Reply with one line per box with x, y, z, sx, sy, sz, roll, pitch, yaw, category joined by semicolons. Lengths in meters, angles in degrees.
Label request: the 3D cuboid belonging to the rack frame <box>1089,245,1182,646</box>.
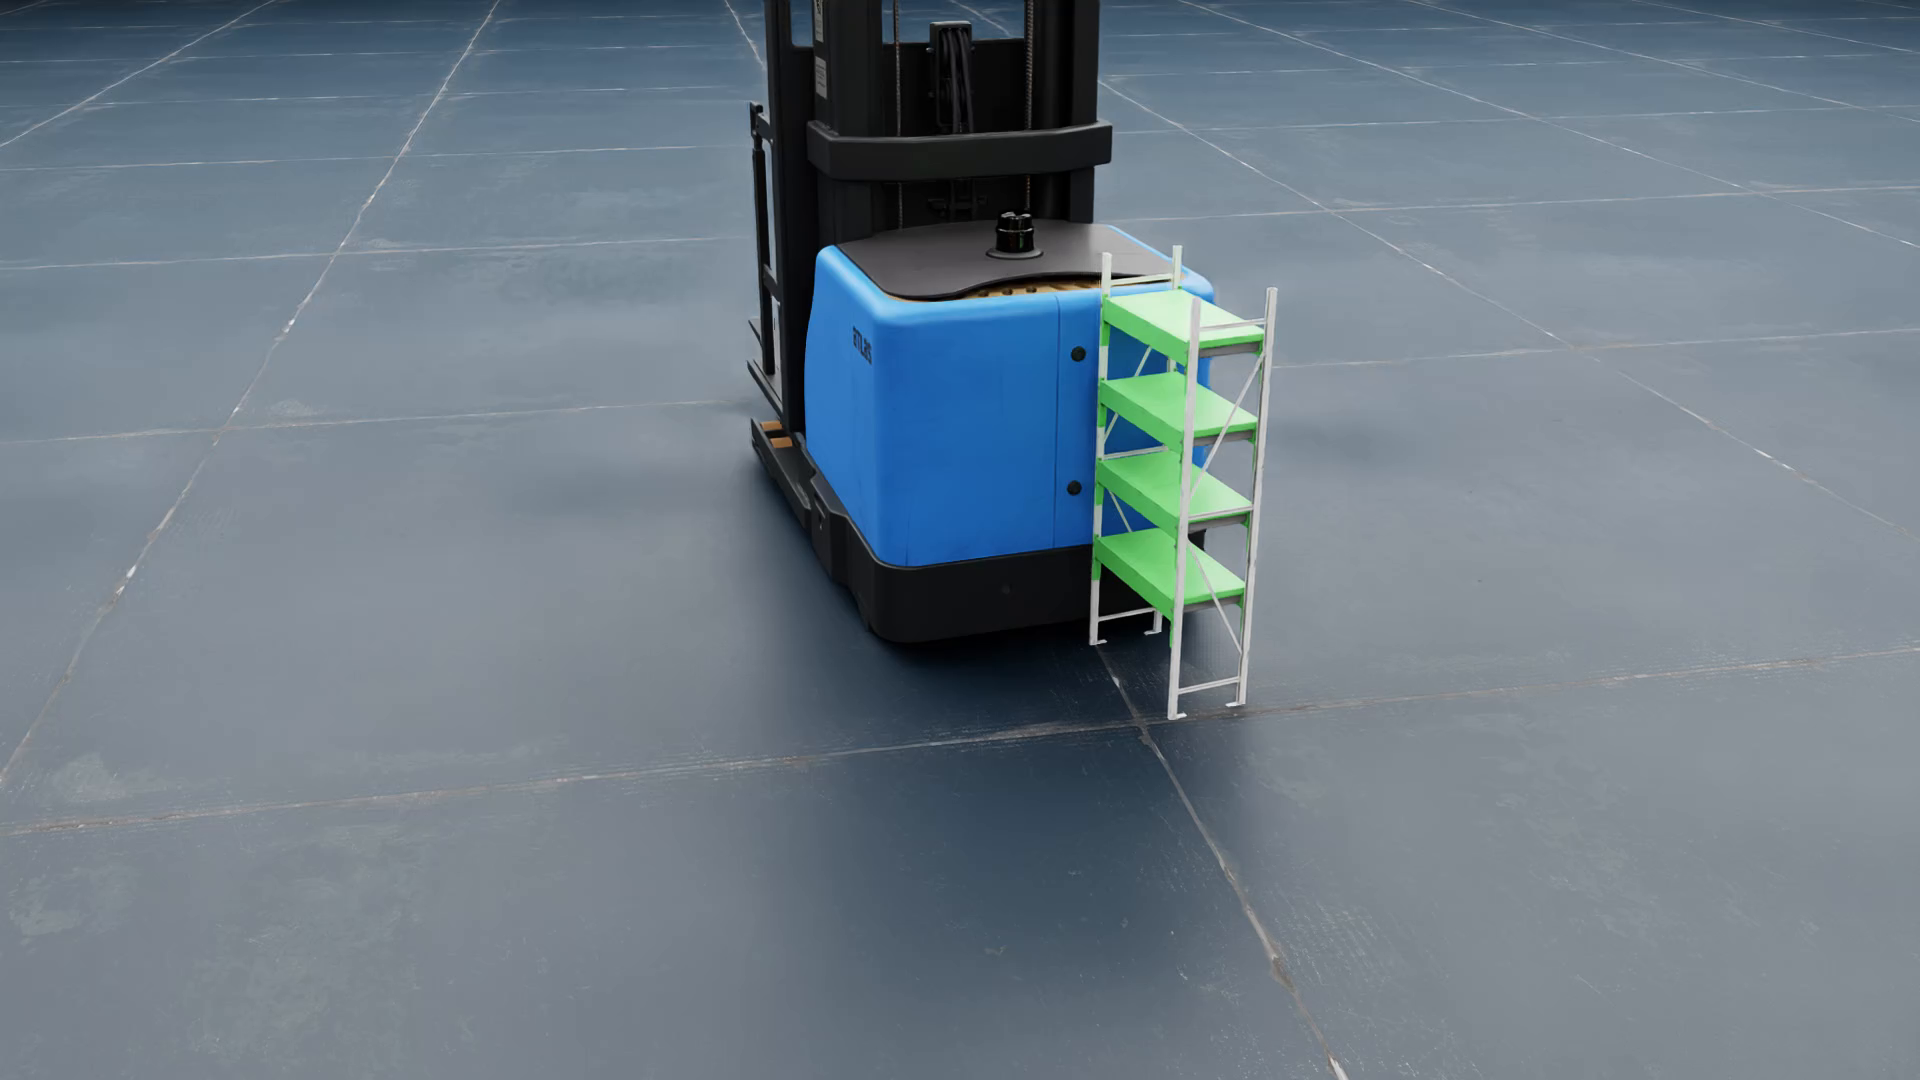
0.503;-0.250;4.823;0.240;1.200;0.015;-9;25;-20;rack frame

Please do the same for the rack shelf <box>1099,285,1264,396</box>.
0.596;-0.541;4.450;0.258;0.148;0.480;-9;25;-20;rack shelf

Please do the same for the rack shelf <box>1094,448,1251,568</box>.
0.596;-0.101;4.642;0.258;0.148;0.480;-9;25;-20;rack shelf

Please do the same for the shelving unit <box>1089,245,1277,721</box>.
0.596;-0.160;4.617;0.258;1.200;0.503;-9;25;-20;shelving unit

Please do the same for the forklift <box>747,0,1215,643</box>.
-0.171;-1.605;5.762;1.130;2.935;3.031;-7;25;-16;forklift

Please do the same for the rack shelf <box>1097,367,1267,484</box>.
0.596;-0.321;4.546;0.258;0.148;0.480;-9;25;-20;rack shelf

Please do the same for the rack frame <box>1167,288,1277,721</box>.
0.689;-0.069;4.410;0.240;1.200;0.015;-9;25;-20;rack frame

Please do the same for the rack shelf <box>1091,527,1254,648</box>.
0.596;0.119;4.738;0.258;0.148;0.480;-9;25;-20;rack shelf
